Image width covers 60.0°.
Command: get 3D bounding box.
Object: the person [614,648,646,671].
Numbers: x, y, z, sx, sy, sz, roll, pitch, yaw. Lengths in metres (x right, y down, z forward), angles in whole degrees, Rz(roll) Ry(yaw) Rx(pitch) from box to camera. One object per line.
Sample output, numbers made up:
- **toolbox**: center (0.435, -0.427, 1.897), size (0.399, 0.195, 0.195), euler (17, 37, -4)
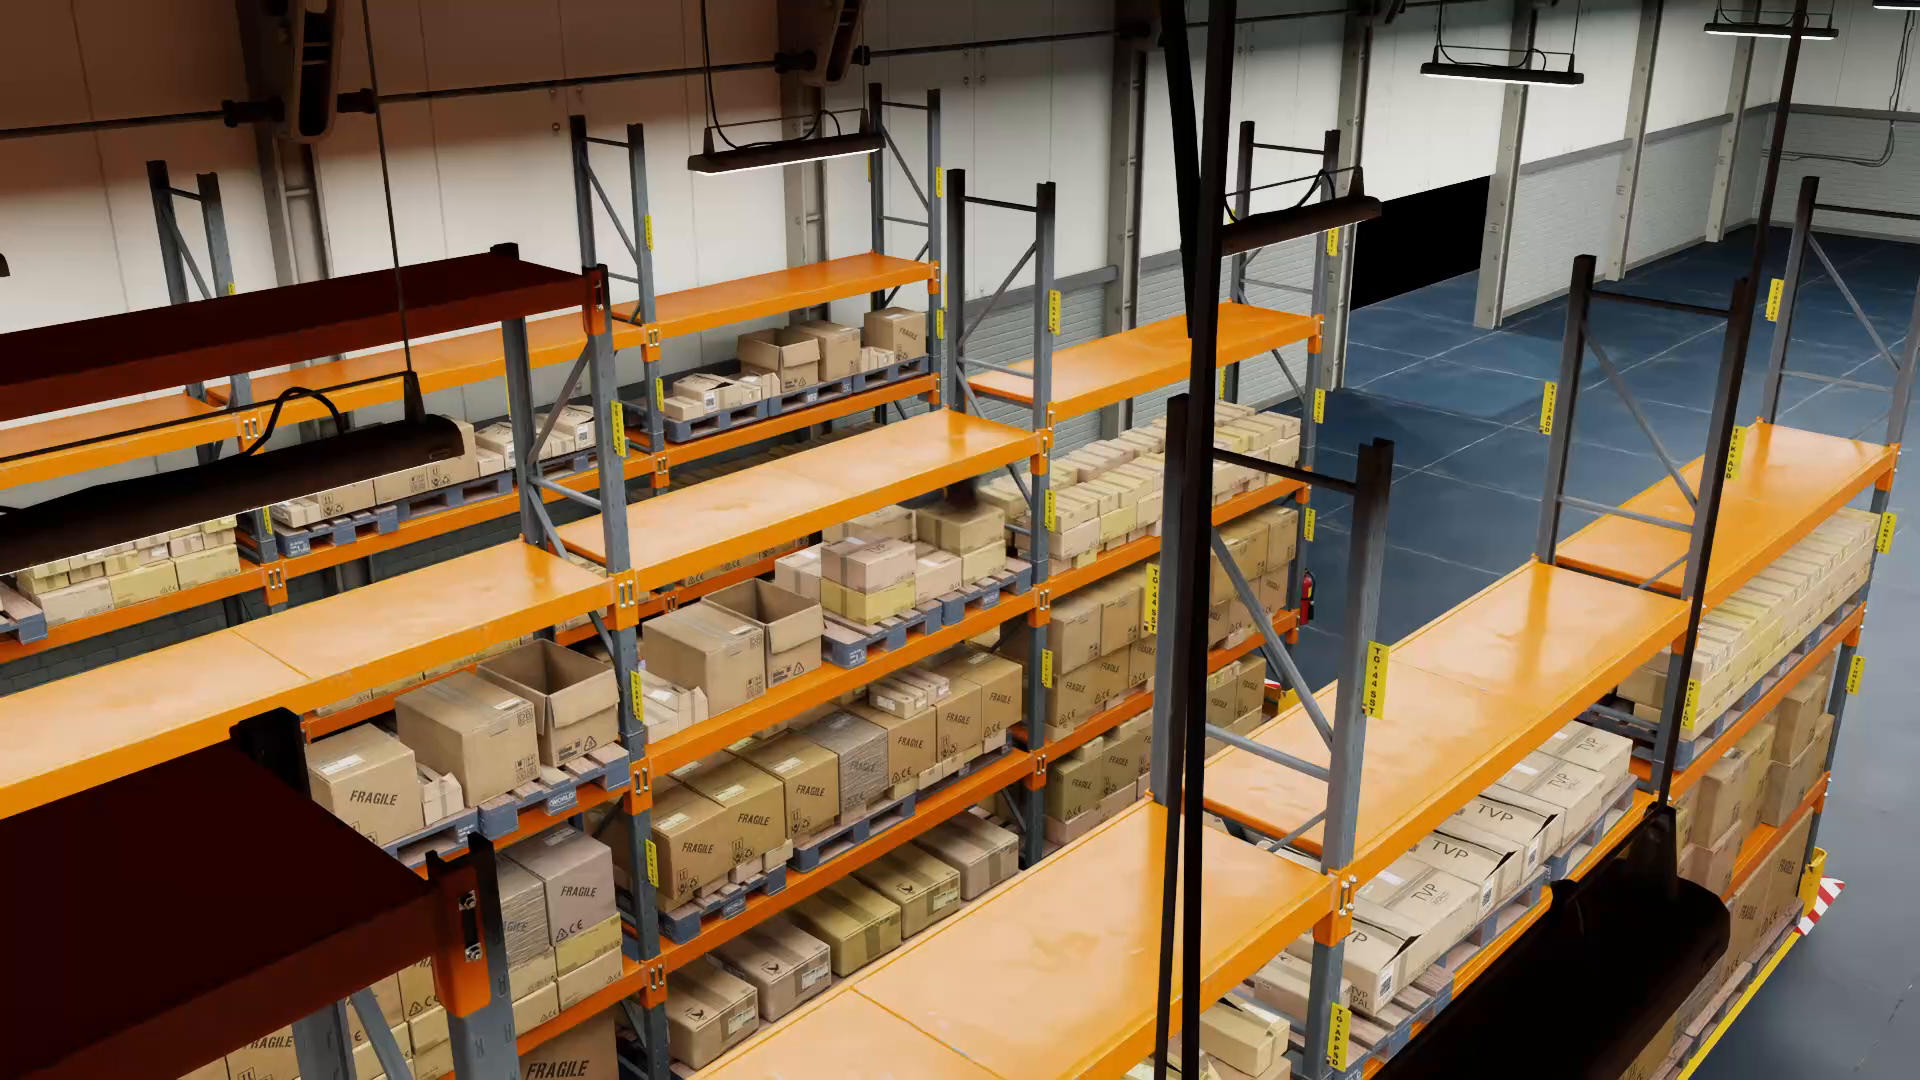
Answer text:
- **person**: center (-2.945, 1.718, 15.400), size (0.559, 1.673, 0.419), euler (-11, 24, -26)
